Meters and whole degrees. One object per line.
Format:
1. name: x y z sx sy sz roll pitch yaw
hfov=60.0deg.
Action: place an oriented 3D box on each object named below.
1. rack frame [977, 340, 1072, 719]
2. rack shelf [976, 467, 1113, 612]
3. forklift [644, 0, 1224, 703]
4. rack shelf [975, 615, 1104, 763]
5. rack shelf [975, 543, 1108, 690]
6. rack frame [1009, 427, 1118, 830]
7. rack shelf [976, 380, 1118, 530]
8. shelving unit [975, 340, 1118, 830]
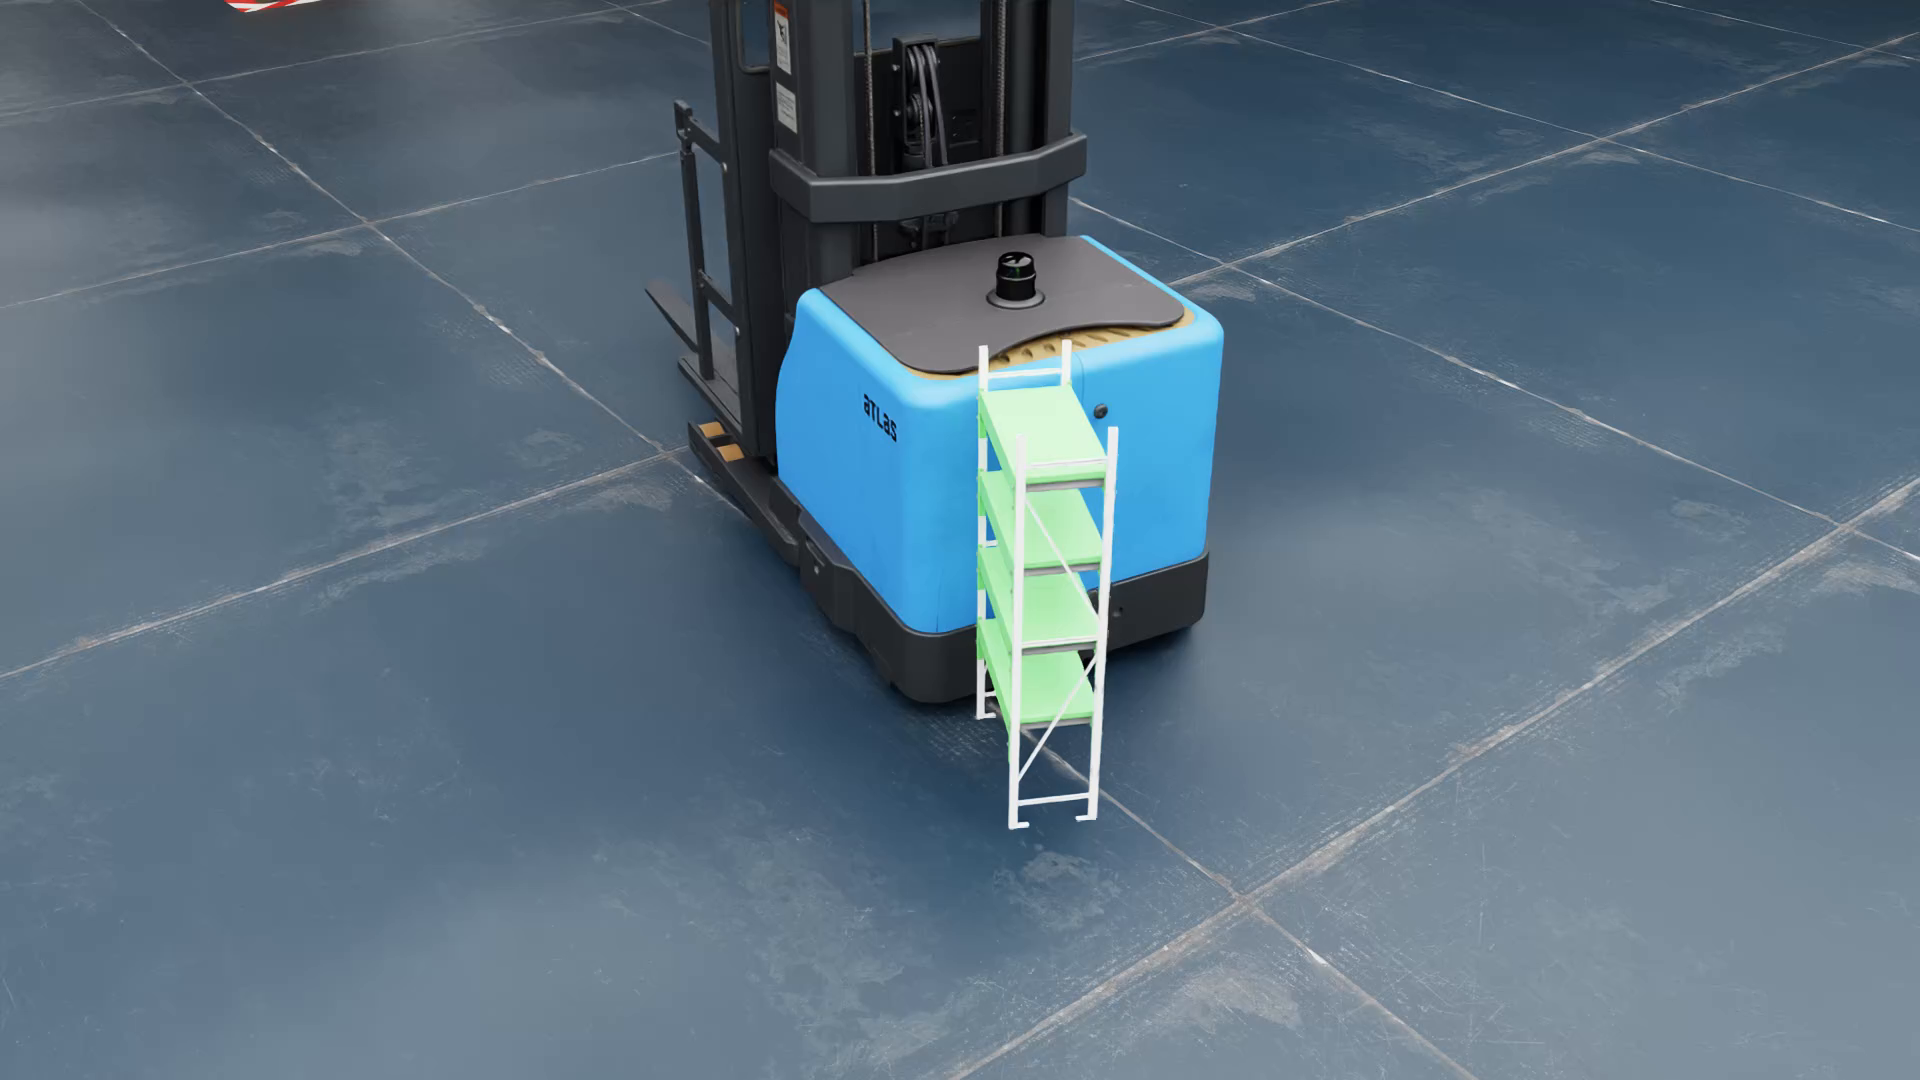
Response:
1. rack frame: 0.169 0.004 4.606 0.240 1.200 0.015 -5 32 -8
2. rack shelf: 0.210 -0.018 4.309 0.258 0.148 0.480 -5 32 -8
3. forklift: -0.353 -1.524 5.426 1.130 2.935 3.031 -15 35 -23
4. rack shelf: 0.210 0.389 4.562 0.258 0.148 0.480 -5 32 -8
5. rack shelf: 0.210 0.185 4.435 0.258 0.148 0.480 -5 32 -8
6. rack frame: 0.252 0.258 4.197 0.240 1.200 0.015 -5 32 -8
7. rack shelf: 0.210 -0.222 4.182 0.258 0.148 0.480 -5 32 -8
8. shelving unit: 0.210 0.131 4.402 0.258 1.200 0.503 -5 32 -8
